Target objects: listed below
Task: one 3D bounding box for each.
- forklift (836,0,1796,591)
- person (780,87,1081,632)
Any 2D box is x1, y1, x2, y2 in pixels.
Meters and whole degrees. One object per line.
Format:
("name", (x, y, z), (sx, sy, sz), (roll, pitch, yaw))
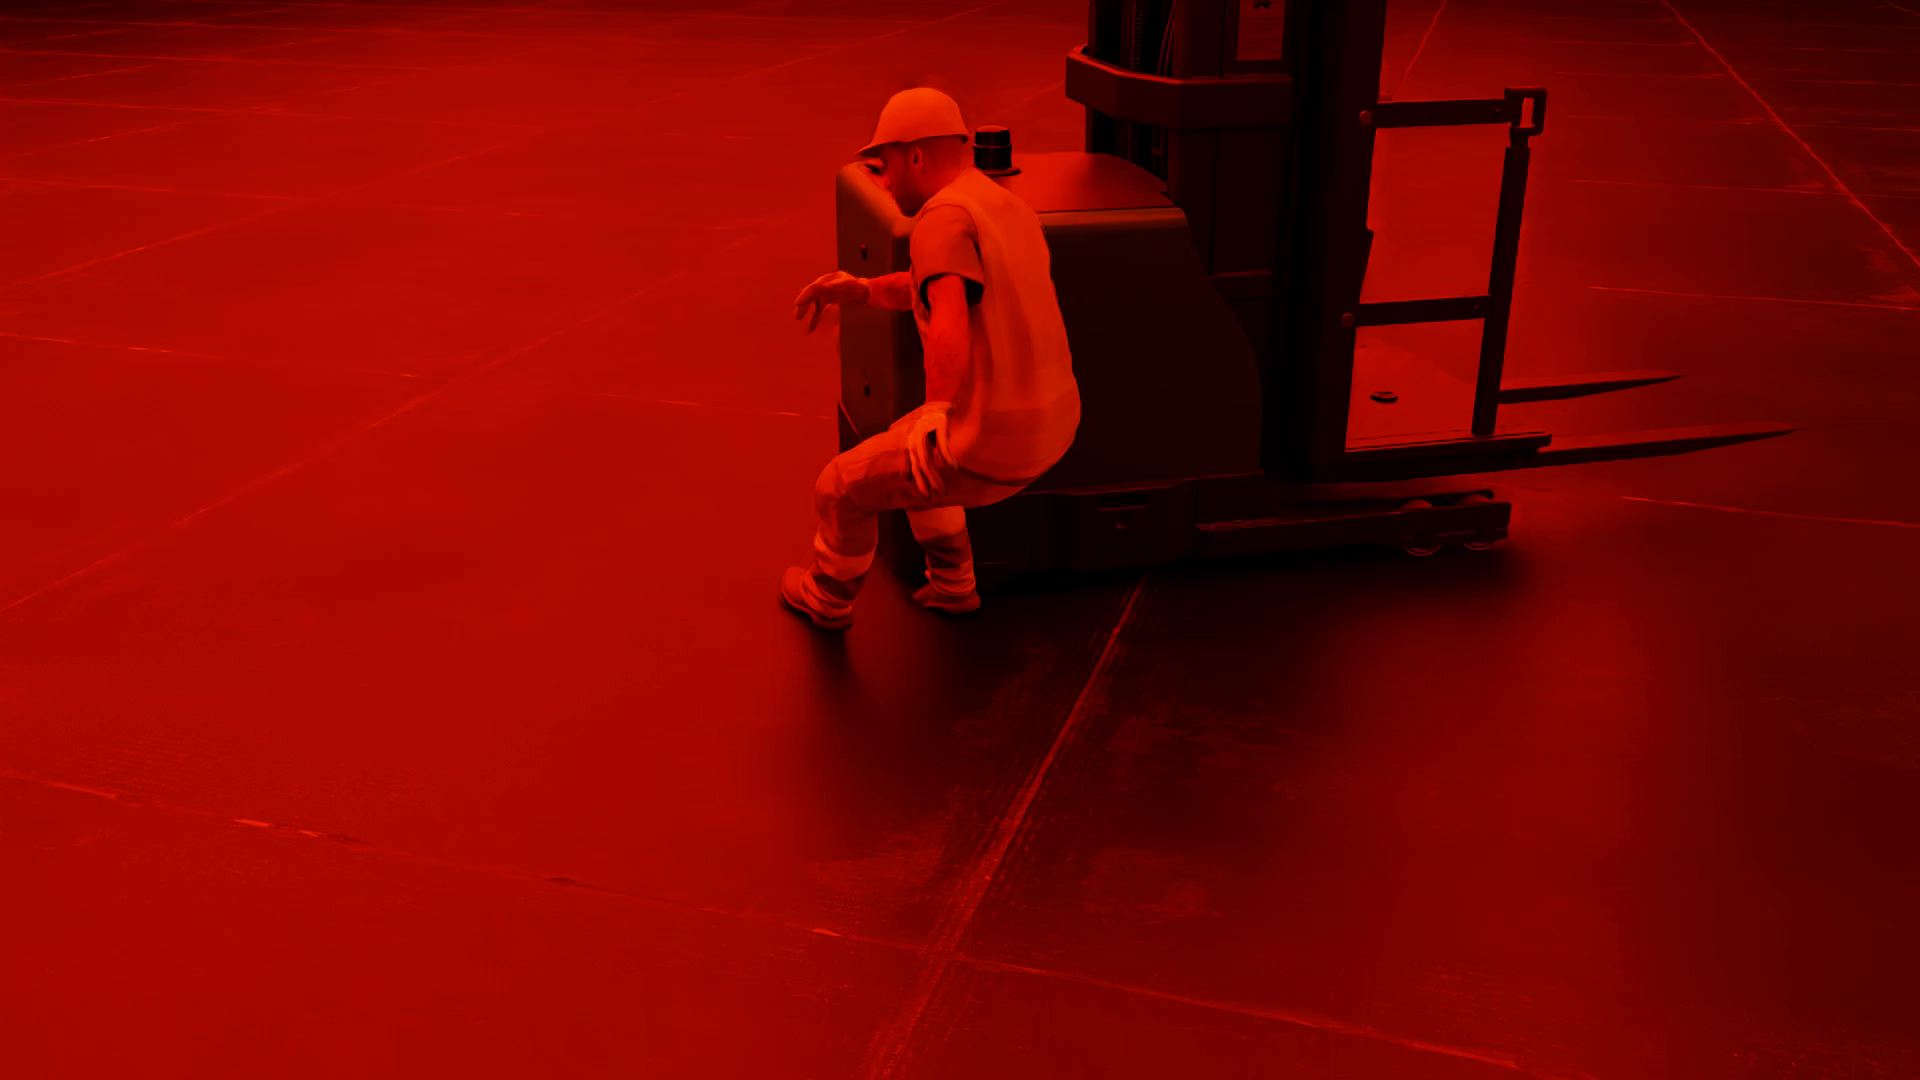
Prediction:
("forklift", (1.177, -1.496, 4.903), (3.031, 2.935, 1.130), (-5, 23, -13))
("person", (-0.203, -0.308, 4.023), (0.964, 1.497, 1.084), (11, 25, 26))
